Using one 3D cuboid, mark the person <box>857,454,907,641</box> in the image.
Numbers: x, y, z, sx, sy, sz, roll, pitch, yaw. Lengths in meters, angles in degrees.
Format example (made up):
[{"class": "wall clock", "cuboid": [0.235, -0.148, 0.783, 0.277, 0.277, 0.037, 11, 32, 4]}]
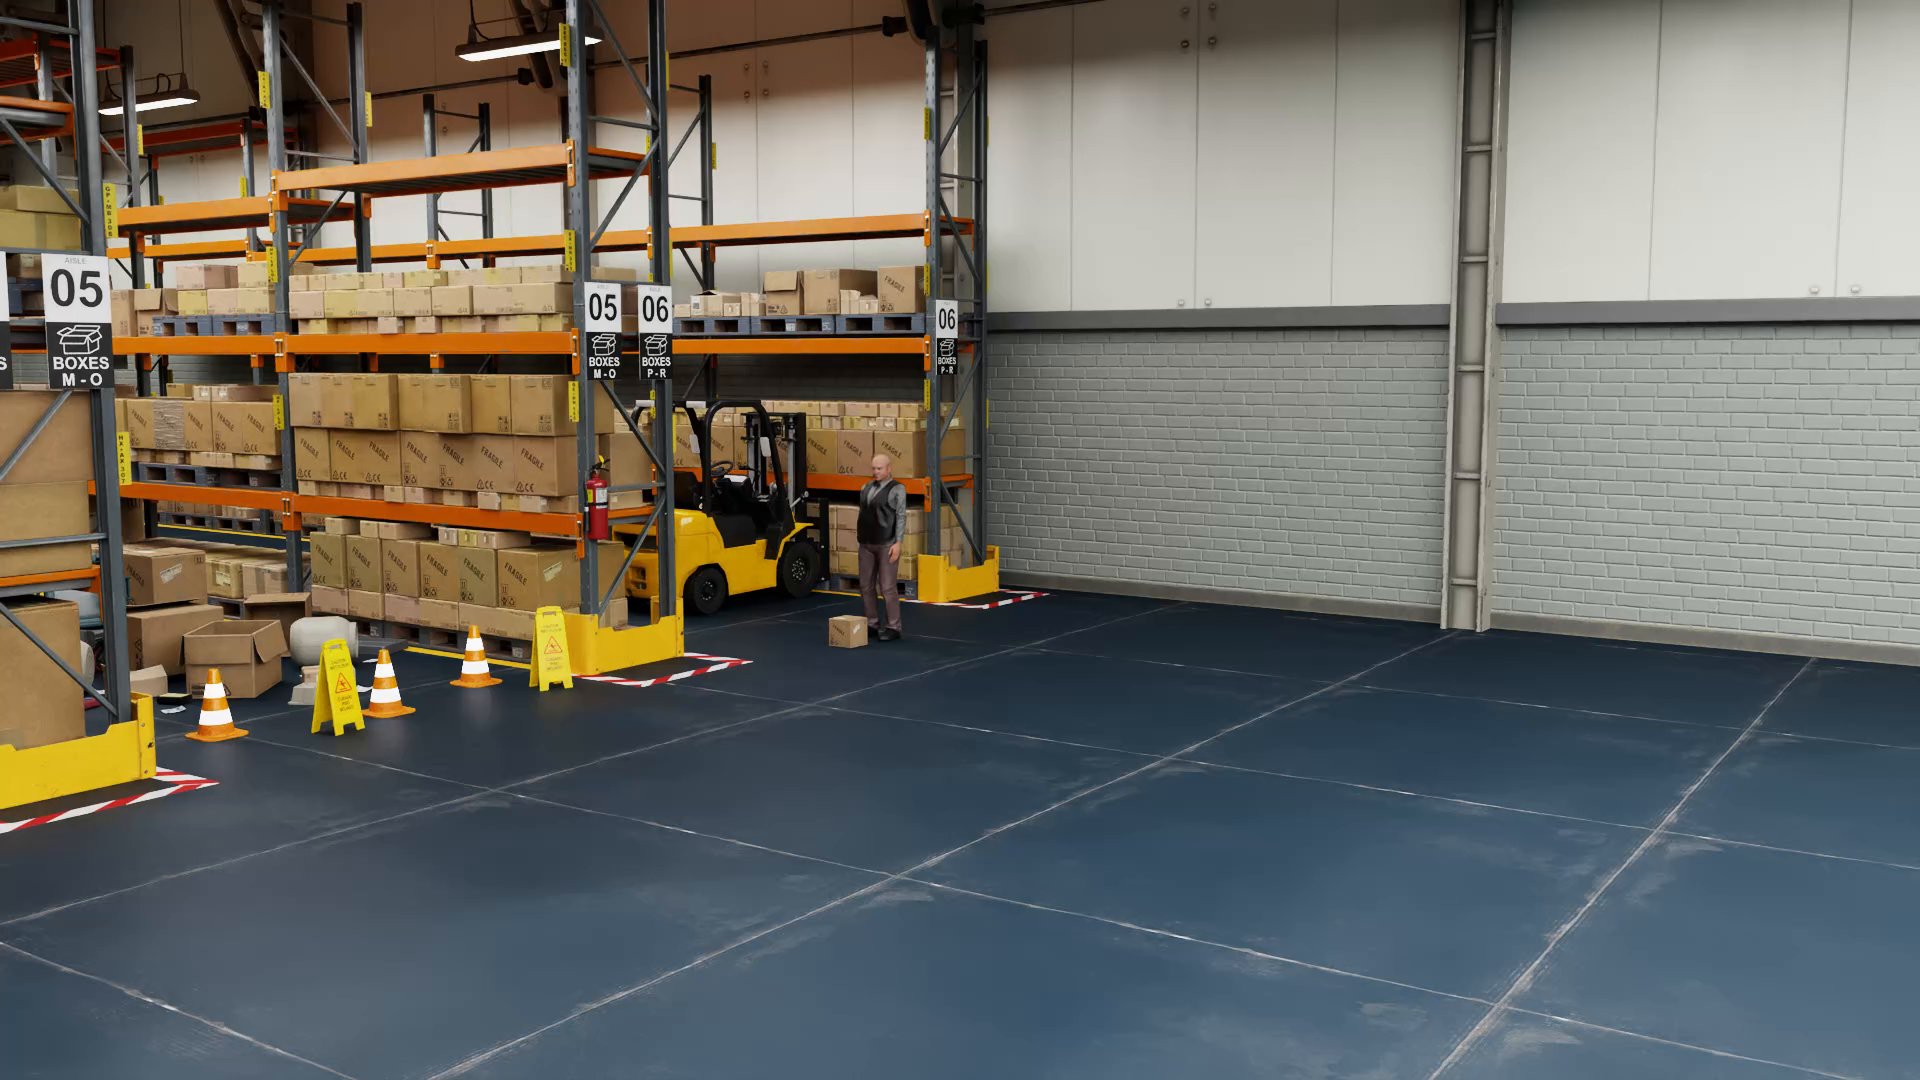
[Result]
[{"class": "person", "cuboid": [-0.727, 0.062, 15.369, 0.534, 1.713, 0.357, 4, 8, 35]}]
